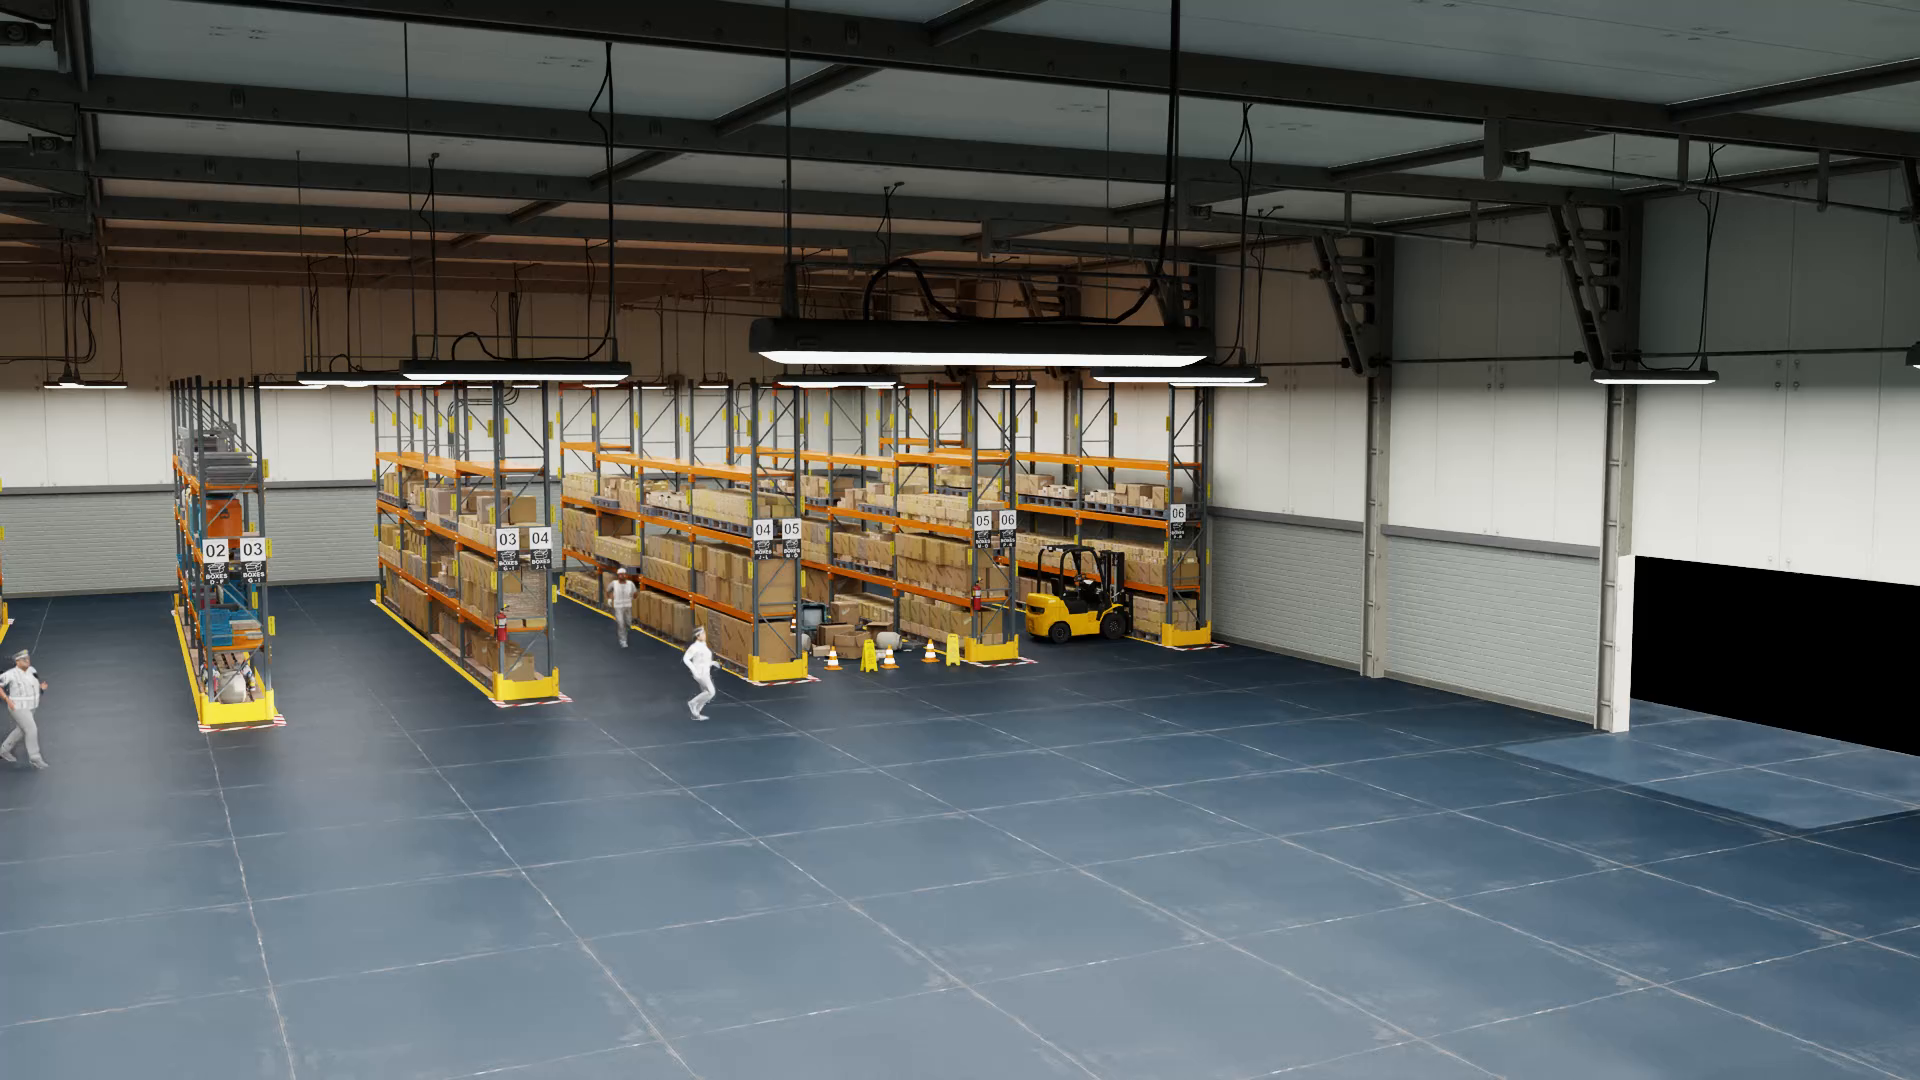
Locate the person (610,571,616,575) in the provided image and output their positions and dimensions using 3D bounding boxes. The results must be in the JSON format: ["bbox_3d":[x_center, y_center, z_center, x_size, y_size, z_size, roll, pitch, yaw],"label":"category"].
[{"bbox_3d":[-10.144,0.459,48.611,0.774,1.655,0.705,4,6,36],"label":"person"}]

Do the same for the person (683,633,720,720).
[{"bbox_3d":[-4.463,2.343,28.980,0.547,1.604,0.614,1,5,12],"label":"person"}]

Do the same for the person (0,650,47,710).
[{"bbox_3d":[-14.286,2.120,25.413,0.635,0.905,0.636,0,5,5],"label":"person"}]

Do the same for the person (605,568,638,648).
[{"bbox_3d":[-7.580,1.513,37.350,0.696,1.764,0.955,-2,6,-24],"label":"person"}]
